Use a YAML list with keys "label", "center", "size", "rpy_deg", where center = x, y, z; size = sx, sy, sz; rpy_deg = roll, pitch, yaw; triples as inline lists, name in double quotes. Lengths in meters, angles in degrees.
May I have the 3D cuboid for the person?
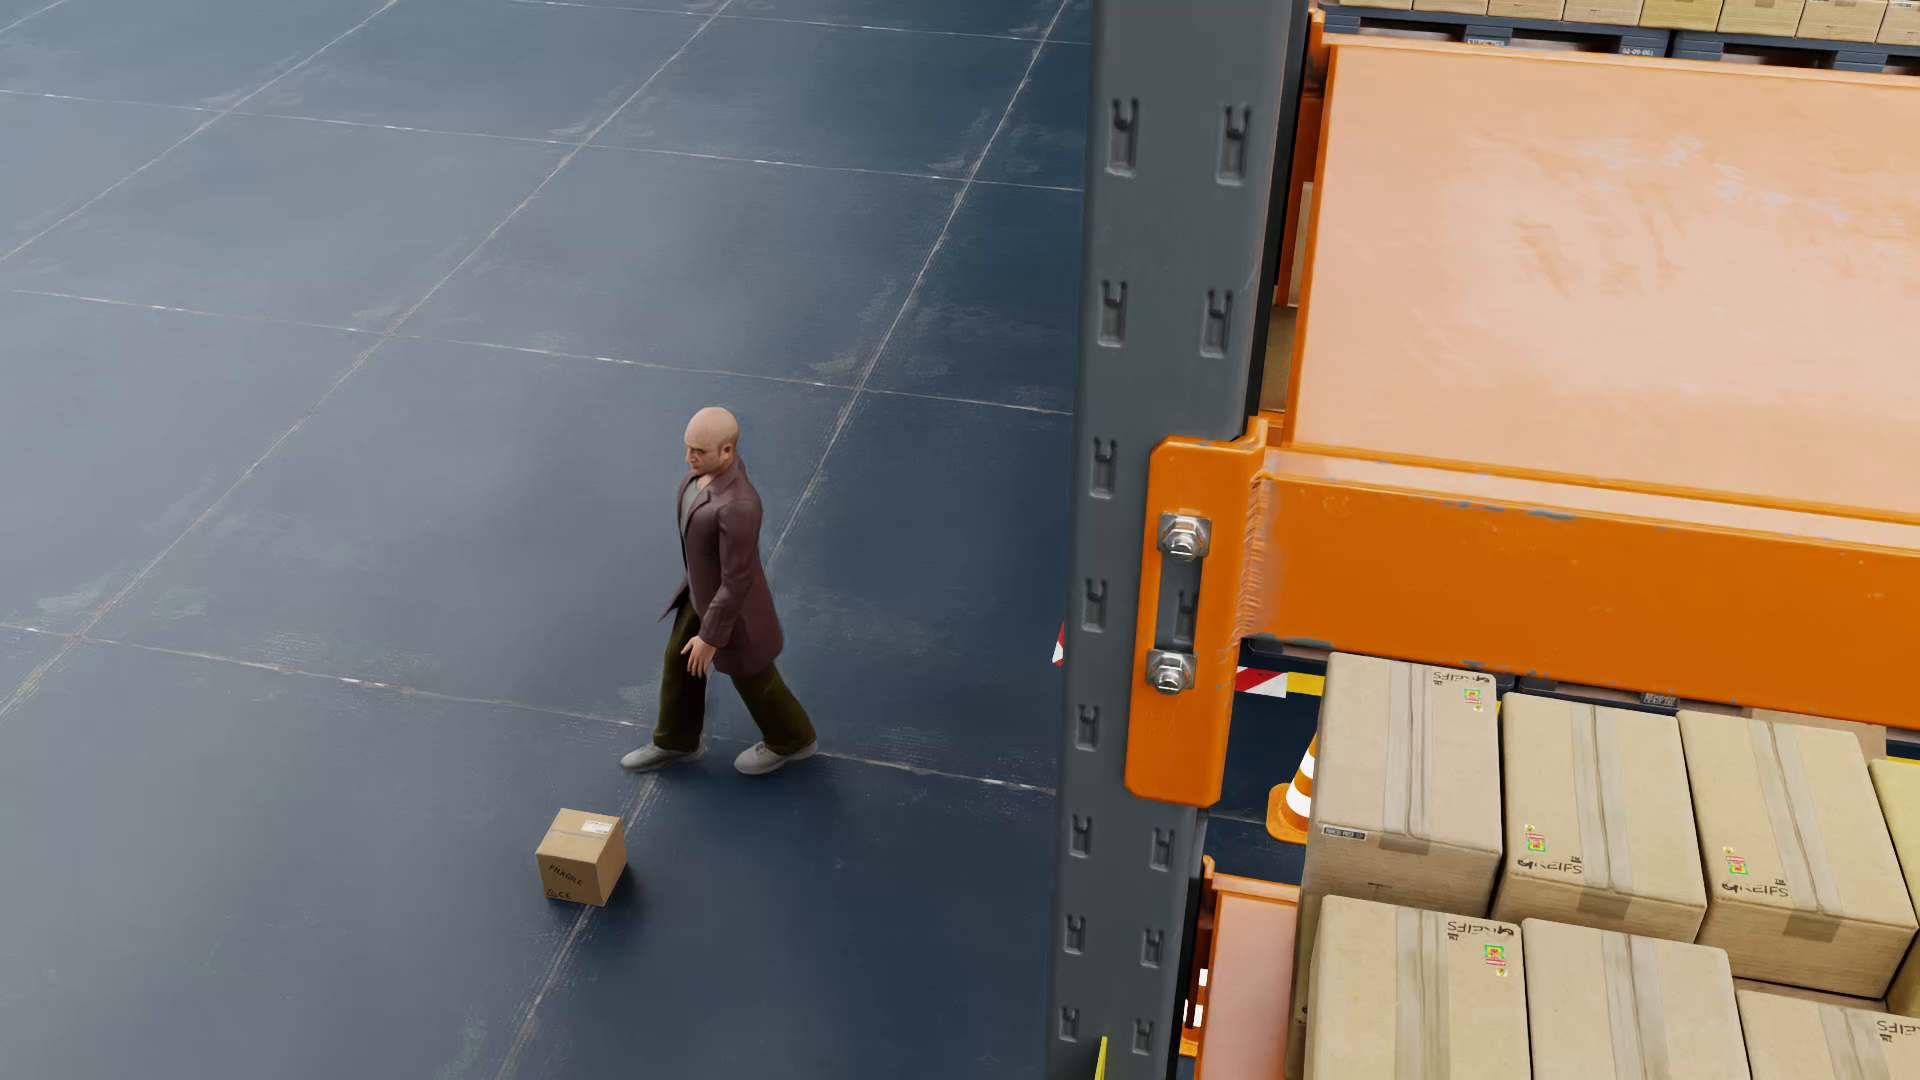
- label: "person"
  center: [-1.011, 0.349, 6.673]
  size: [0.812, 1.588, 0.653]
  rpy_deg: [-14, 38, -19]
